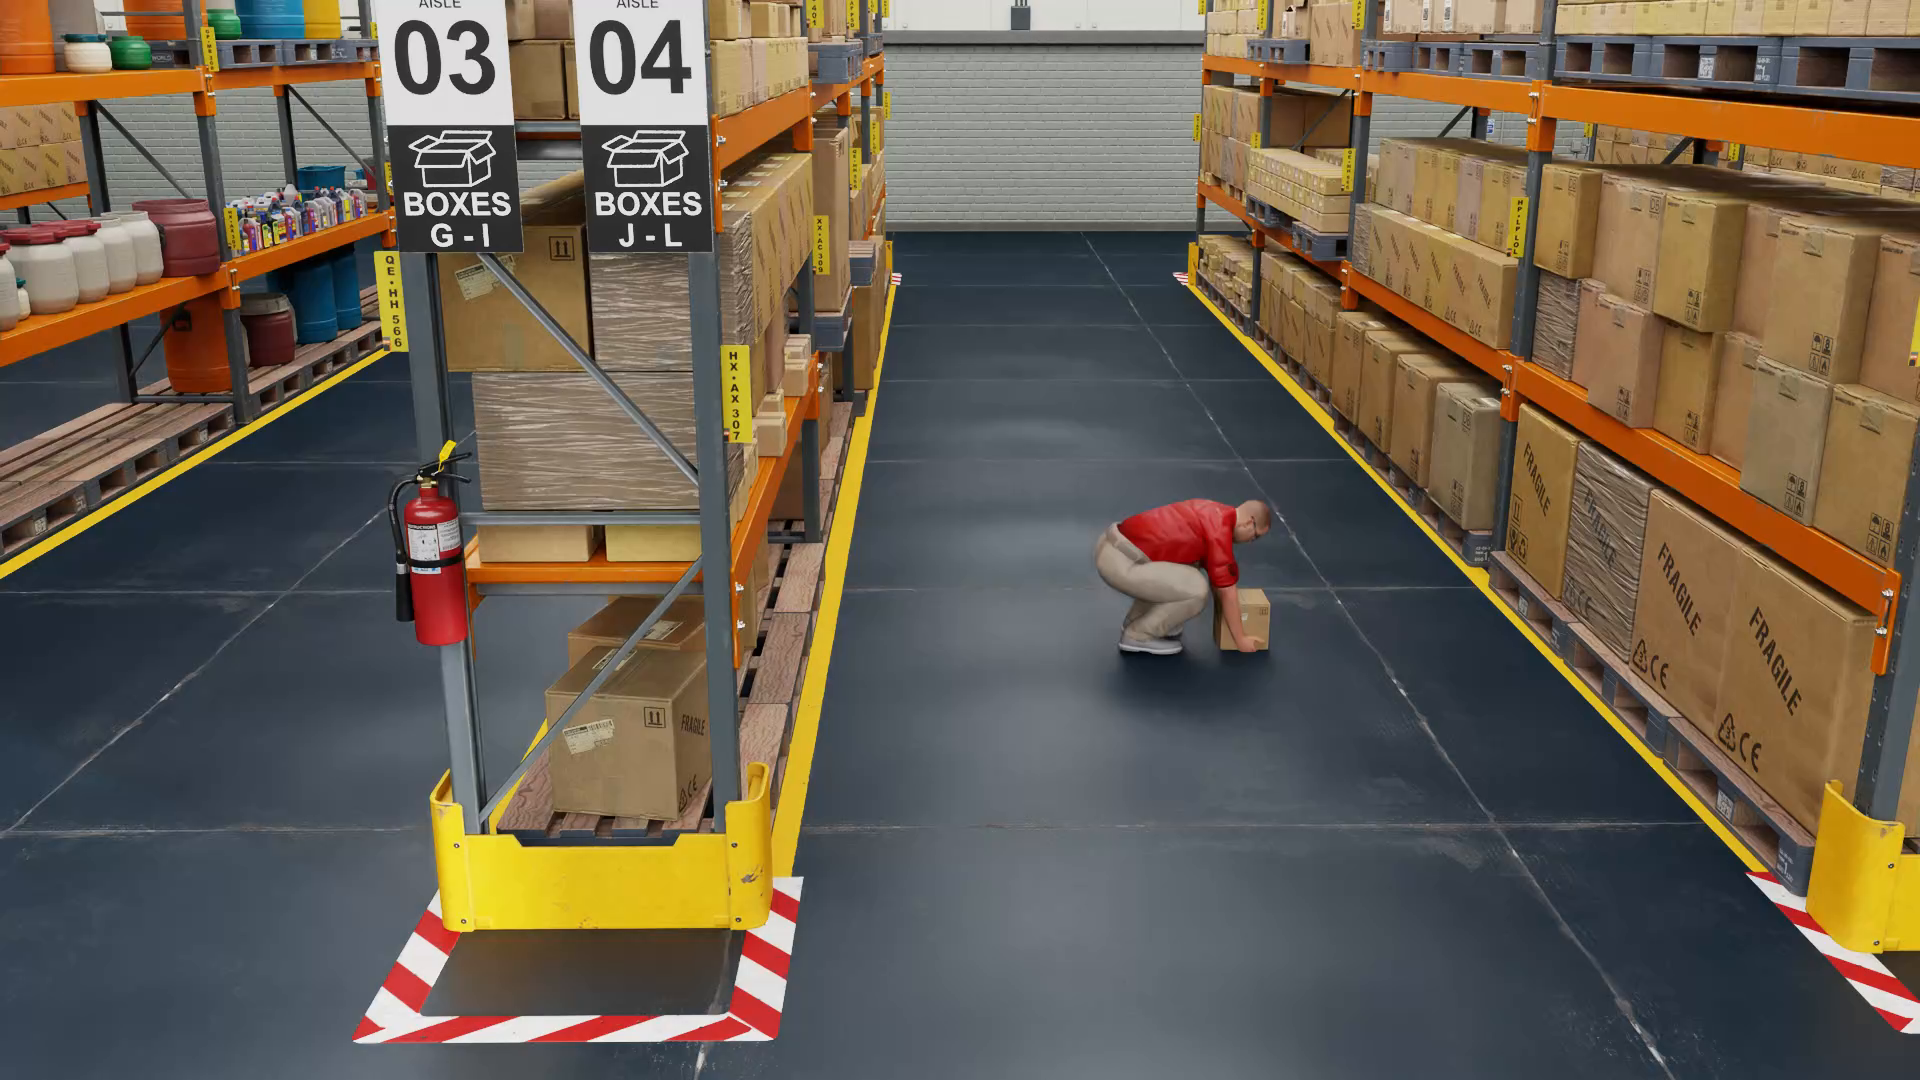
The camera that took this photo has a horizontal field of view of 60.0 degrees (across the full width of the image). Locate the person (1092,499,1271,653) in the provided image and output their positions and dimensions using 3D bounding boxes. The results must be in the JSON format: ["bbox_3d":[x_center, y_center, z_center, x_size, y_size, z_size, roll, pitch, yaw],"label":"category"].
[{"bbox_3d":[1.155,0.186,8.665,0.927,0.783,0.518,-1,17,-2],"label":"person"}]
